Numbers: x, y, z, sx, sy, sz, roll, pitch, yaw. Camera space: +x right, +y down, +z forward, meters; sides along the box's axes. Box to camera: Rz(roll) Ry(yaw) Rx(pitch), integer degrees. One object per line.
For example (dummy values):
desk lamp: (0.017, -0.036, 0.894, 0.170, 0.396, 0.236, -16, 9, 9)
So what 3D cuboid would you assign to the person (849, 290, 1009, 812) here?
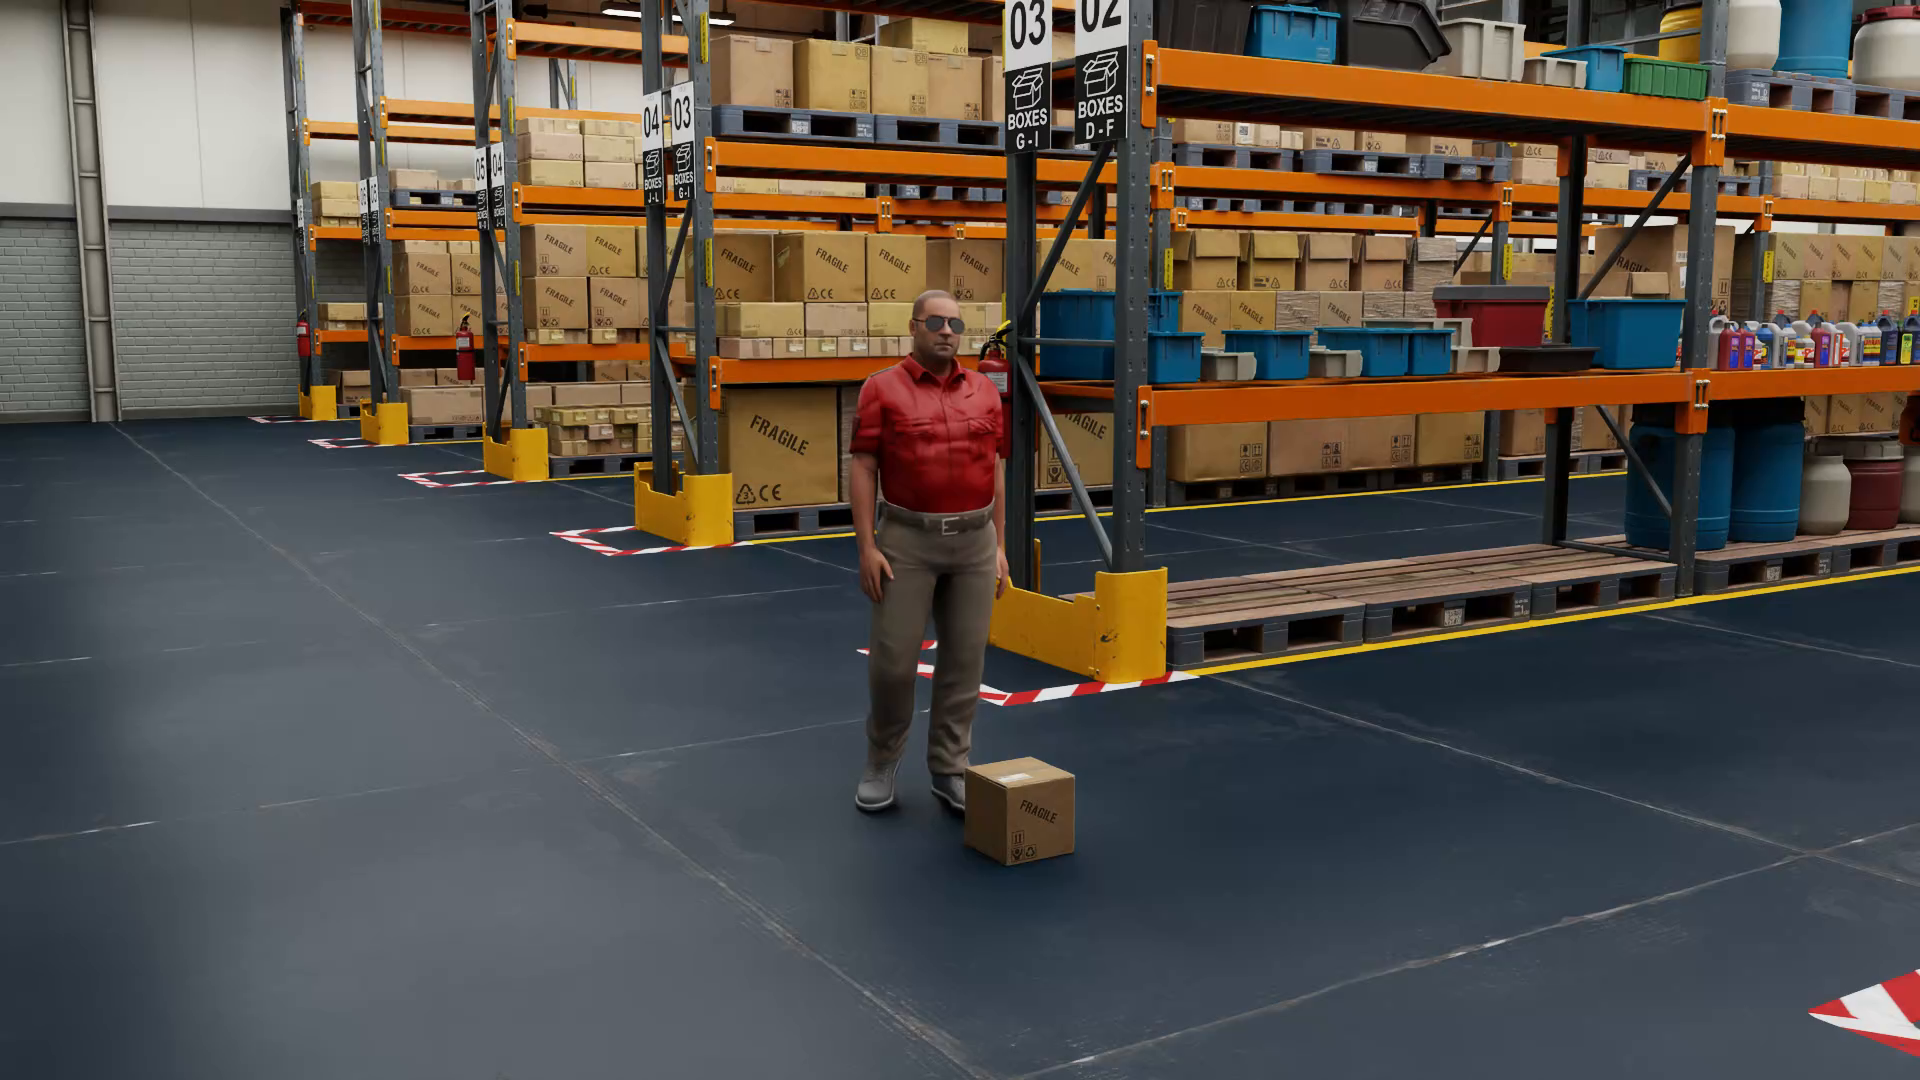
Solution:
person: (-0.096, 0.037, 5.544, 0.569, 1.725, 0.485, -3, 9, -23)
